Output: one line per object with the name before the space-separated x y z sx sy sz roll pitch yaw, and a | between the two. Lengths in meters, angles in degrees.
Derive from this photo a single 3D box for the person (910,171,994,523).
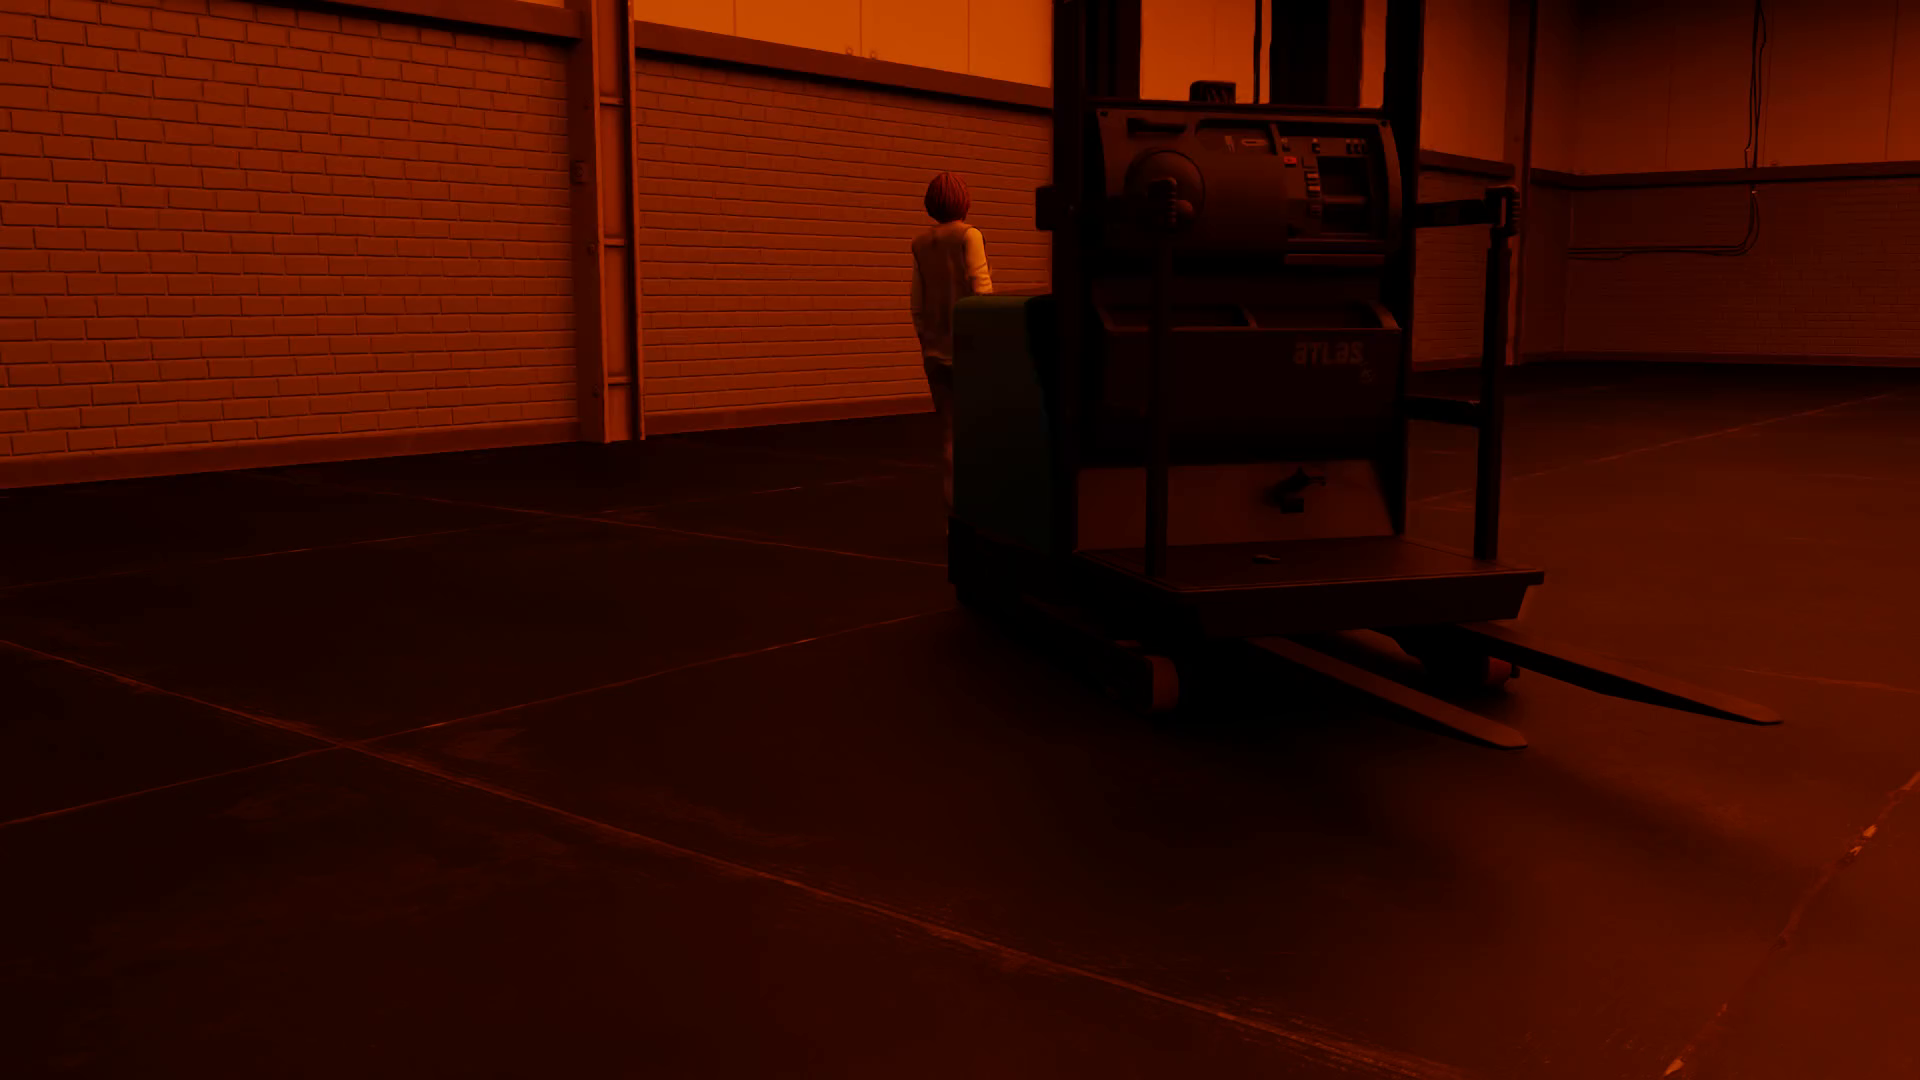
person | 0.058 -0.805 7.337 0.520 1.599 0.473 7 11 38

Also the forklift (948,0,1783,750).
forklift | 0.891 -1.058 4.514 1.130 2.935 3.031 -3 9 -18
